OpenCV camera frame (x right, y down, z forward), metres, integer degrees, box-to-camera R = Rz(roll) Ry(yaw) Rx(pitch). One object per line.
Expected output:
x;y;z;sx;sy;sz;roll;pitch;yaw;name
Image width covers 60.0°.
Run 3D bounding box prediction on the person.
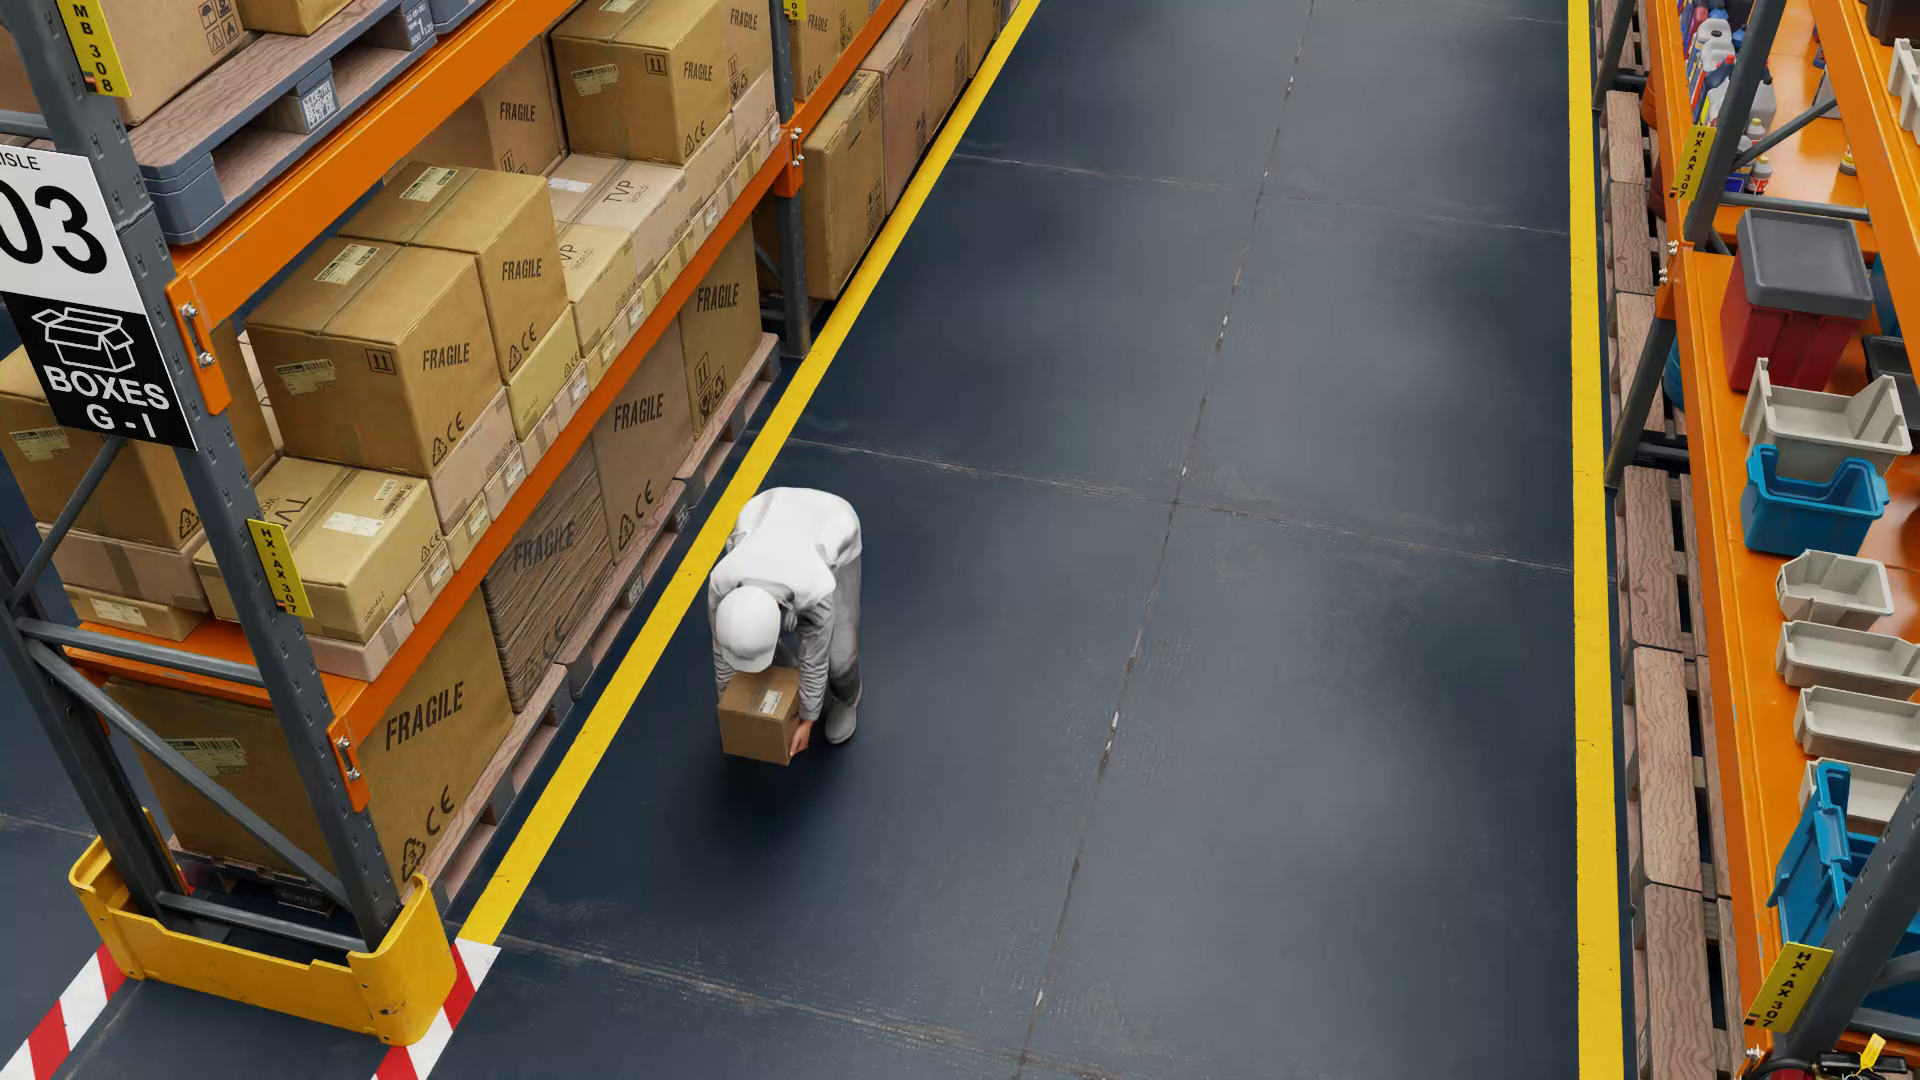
-0.646;0.388;6.162;0.493;1.154;0.989;8;41;9;person
